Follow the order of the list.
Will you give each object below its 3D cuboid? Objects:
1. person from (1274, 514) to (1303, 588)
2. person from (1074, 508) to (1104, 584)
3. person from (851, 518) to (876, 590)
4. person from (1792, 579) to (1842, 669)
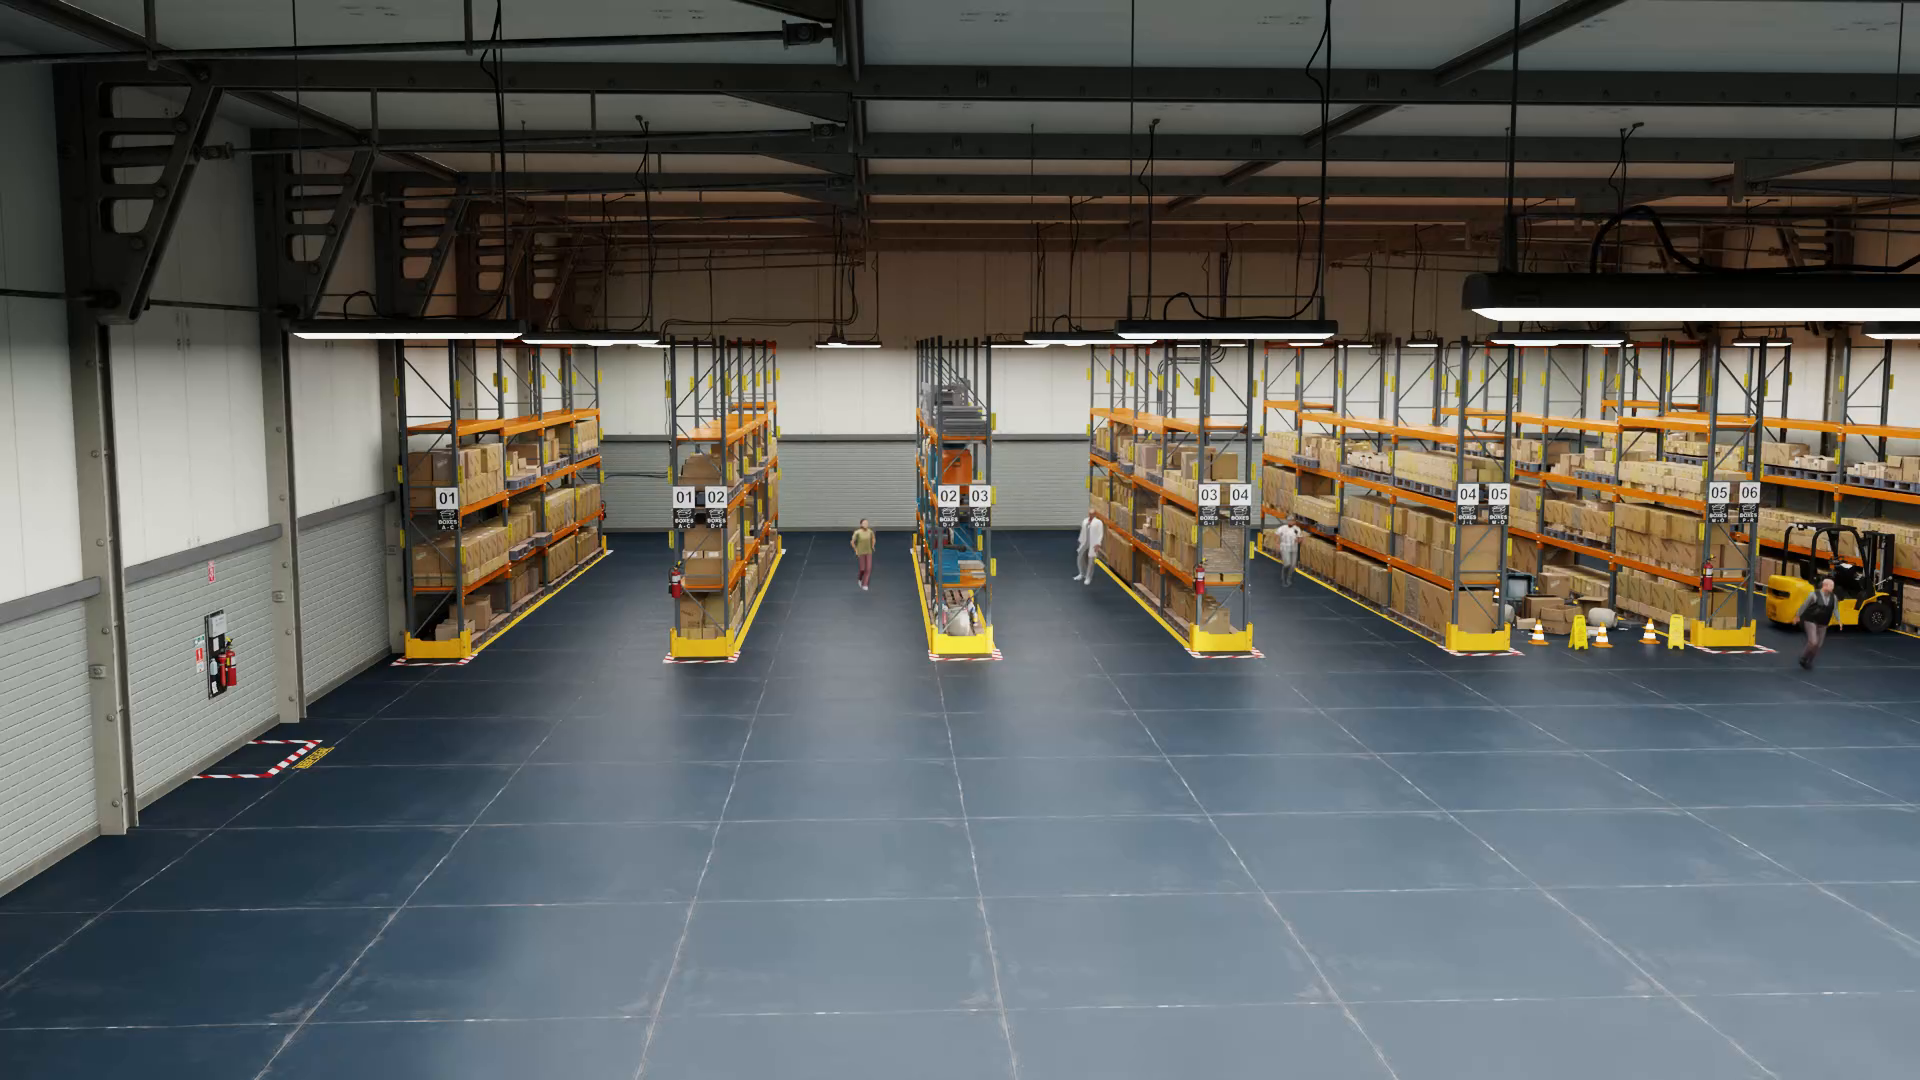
[{"bbox_3d":[7.996,0.279,40.304,0.620,1.819,0.727,-1,7,-9],"label":"person"},{"bbox_3d":[3.045,0.144,39.186,0.784,1.807,0.488,5,8,36],"label":"person"},{"bbox_3d":[-2.193,0.313,38.021,0.591,1.631,0.609,-2,7,-17],"label":"person"},{"bbox_3d":[15.408,1.507,29.845,0.662,1.676,0.666,-1,7,-10],"label":"person"}]
